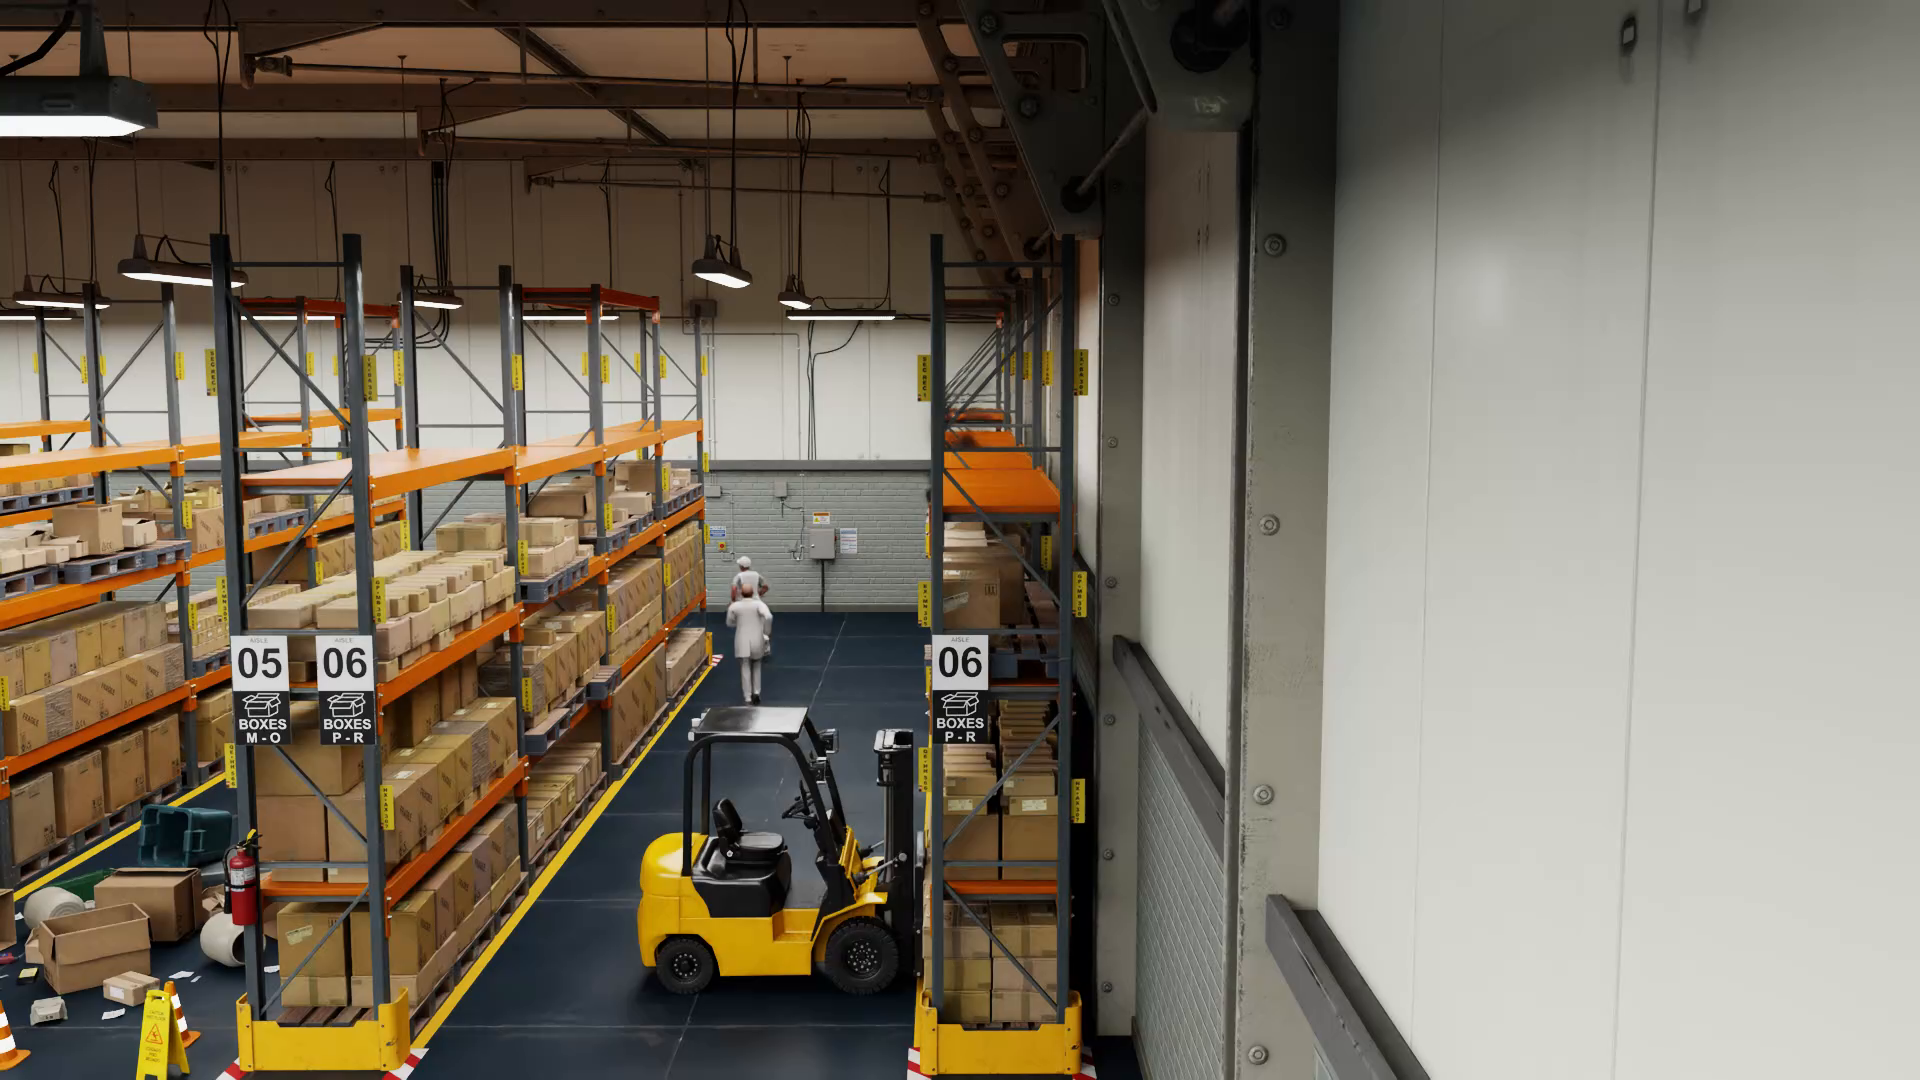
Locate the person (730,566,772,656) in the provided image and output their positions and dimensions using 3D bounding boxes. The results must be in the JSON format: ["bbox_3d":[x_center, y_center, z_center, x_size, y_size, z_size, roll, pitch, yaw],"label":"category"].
[{"bbox_3d":[-3.607,1.189,28.367,0.717,1.753,0.706,-3,7,-24],"label":"person"}]

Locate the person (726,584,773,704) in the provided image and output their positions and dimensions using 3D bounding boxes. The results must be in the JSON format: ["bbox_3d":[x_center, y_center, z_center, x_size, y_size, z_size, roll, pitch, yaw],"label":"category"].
[{"bbox_3d":[-3.120,1.561,24.630,0.685,1.844,0.796,-1,6,-9],"label":"person"}]
